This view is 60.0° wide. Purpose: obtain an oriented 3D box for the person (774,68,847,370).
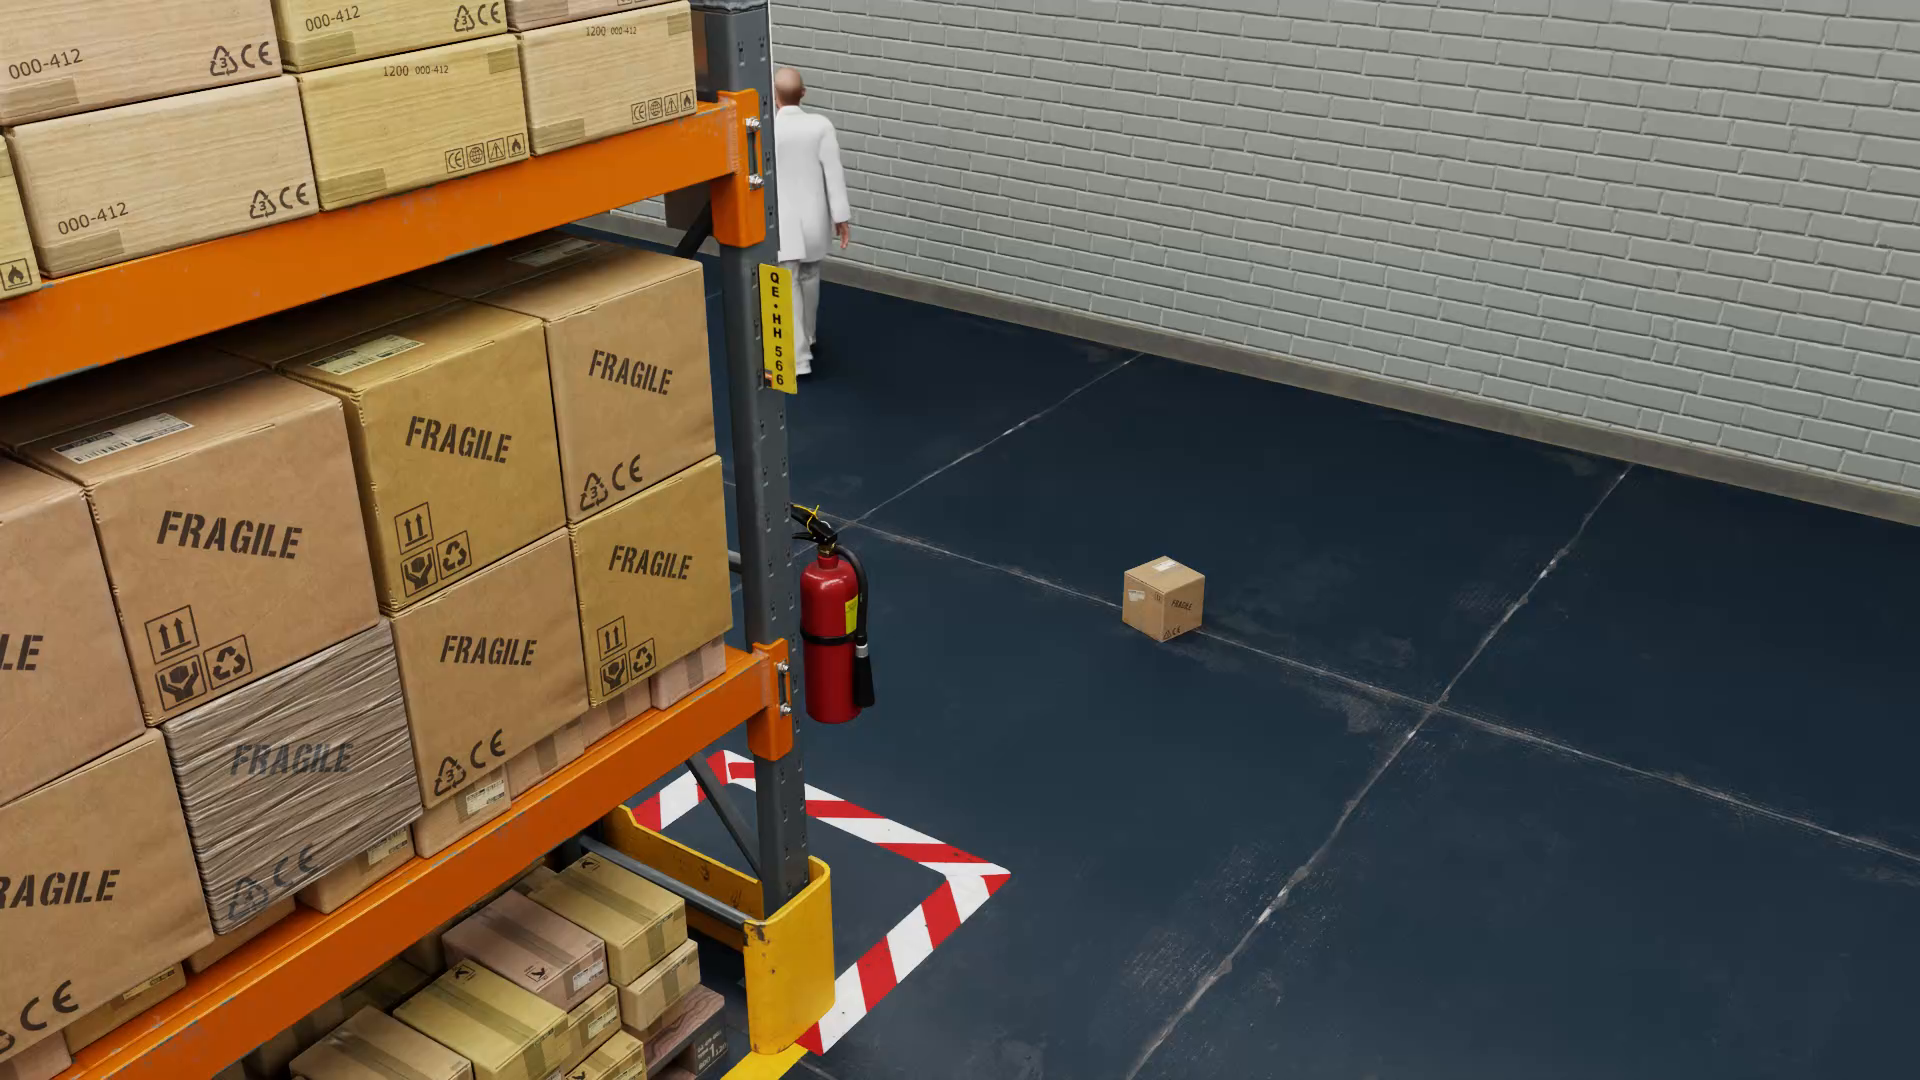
[{"bbox_3d":[-1.053,-1.944,10.089,0.591,1.643,1.002,-10,28,-19],"label":"person"}]
